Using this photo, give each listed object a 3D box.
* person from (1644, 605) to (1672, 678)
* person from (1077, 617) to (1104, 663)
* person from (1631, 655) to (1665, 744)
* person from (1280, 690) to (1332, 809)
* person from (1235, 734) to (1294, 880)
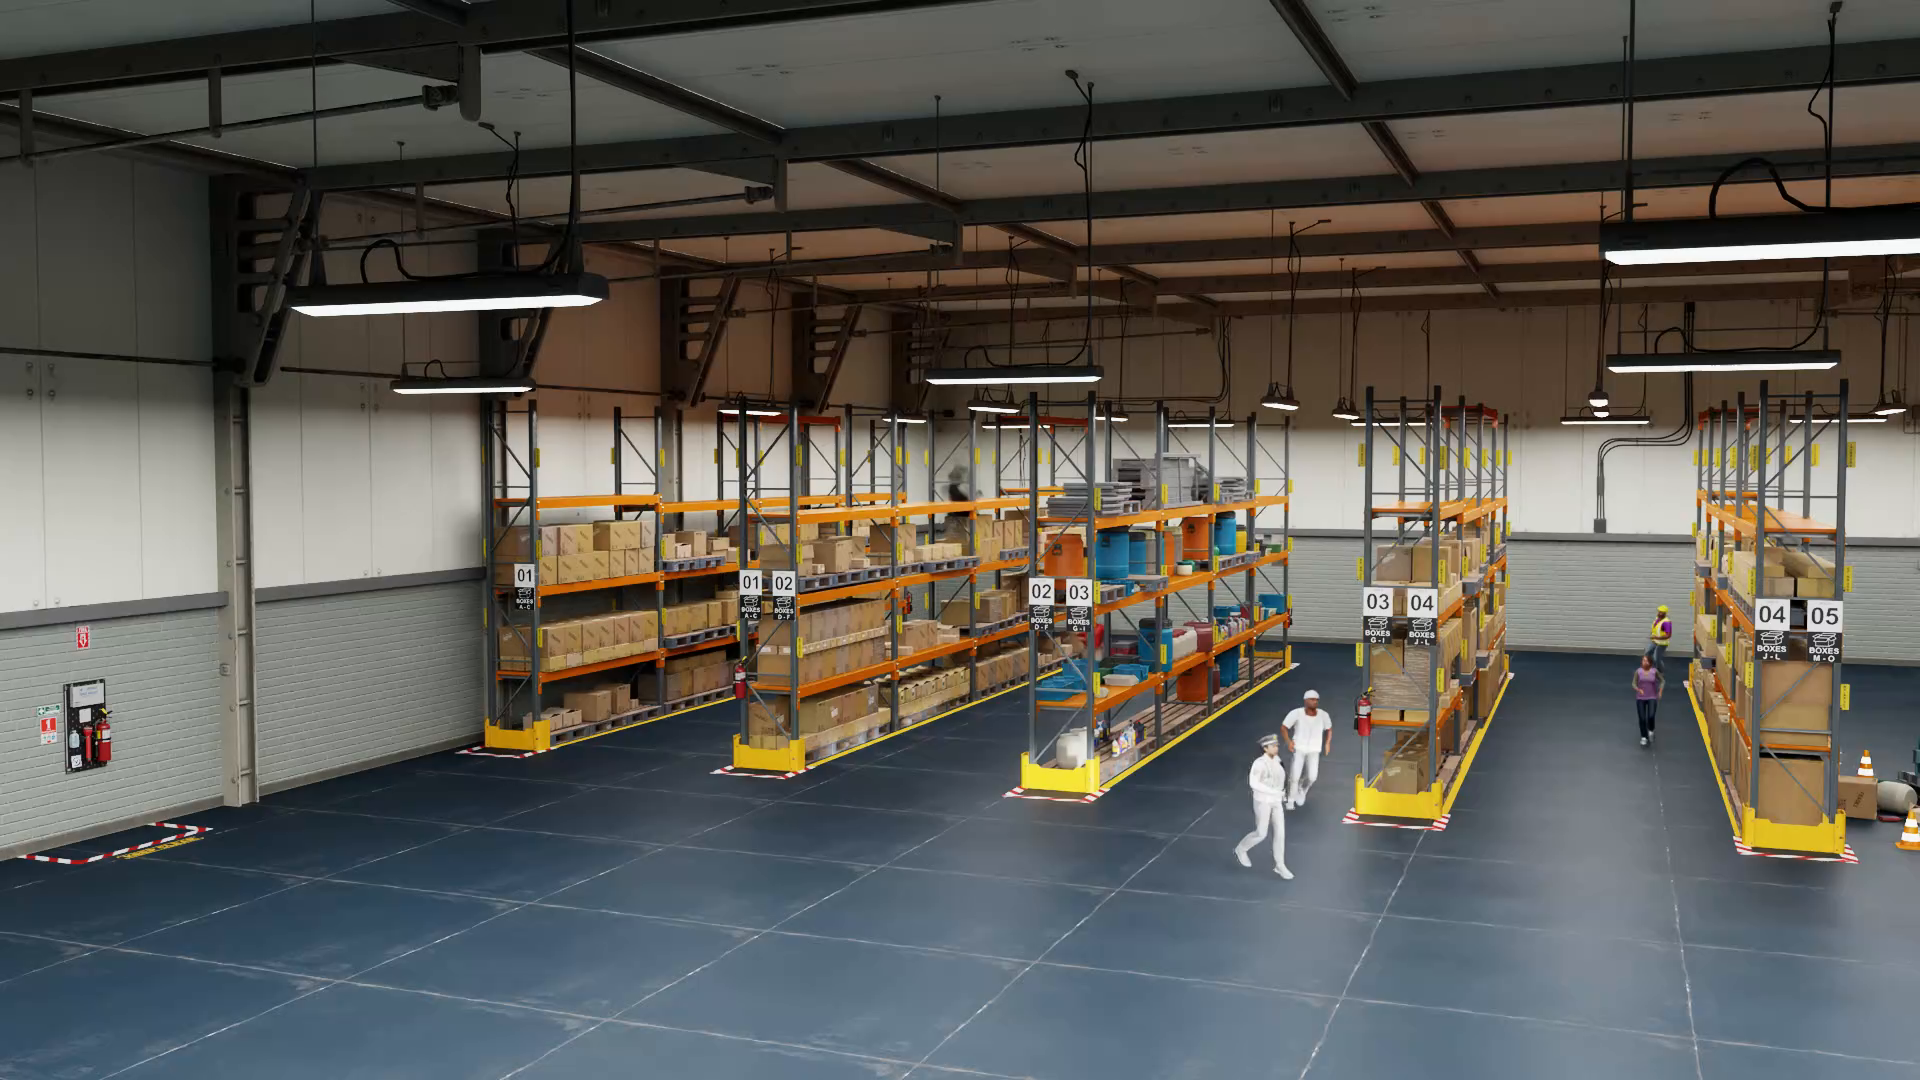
[{"bbox_3d":[15.794,2.303,37.506,0.631,1.689,0.733,-1,3,-26],"label":"person"},{"bbox_3d":[2.778,2.403,34.984,0.651,1.770,0.834,0,3,8],"label":"person"},{"bbox_3d":[11.969,2.790,28.957,0.528,1.568,0.587,1,3,28],"label":"person"},{"bbox_3d":[4.935,2.983,23.604,0.762,1.702,0.526,0,3,3],"label":"person"},{"bbox_3d":[3.688,3.170,20.018,0.637,1.715,0.818,-2,4,-38],"label":"person"}]
